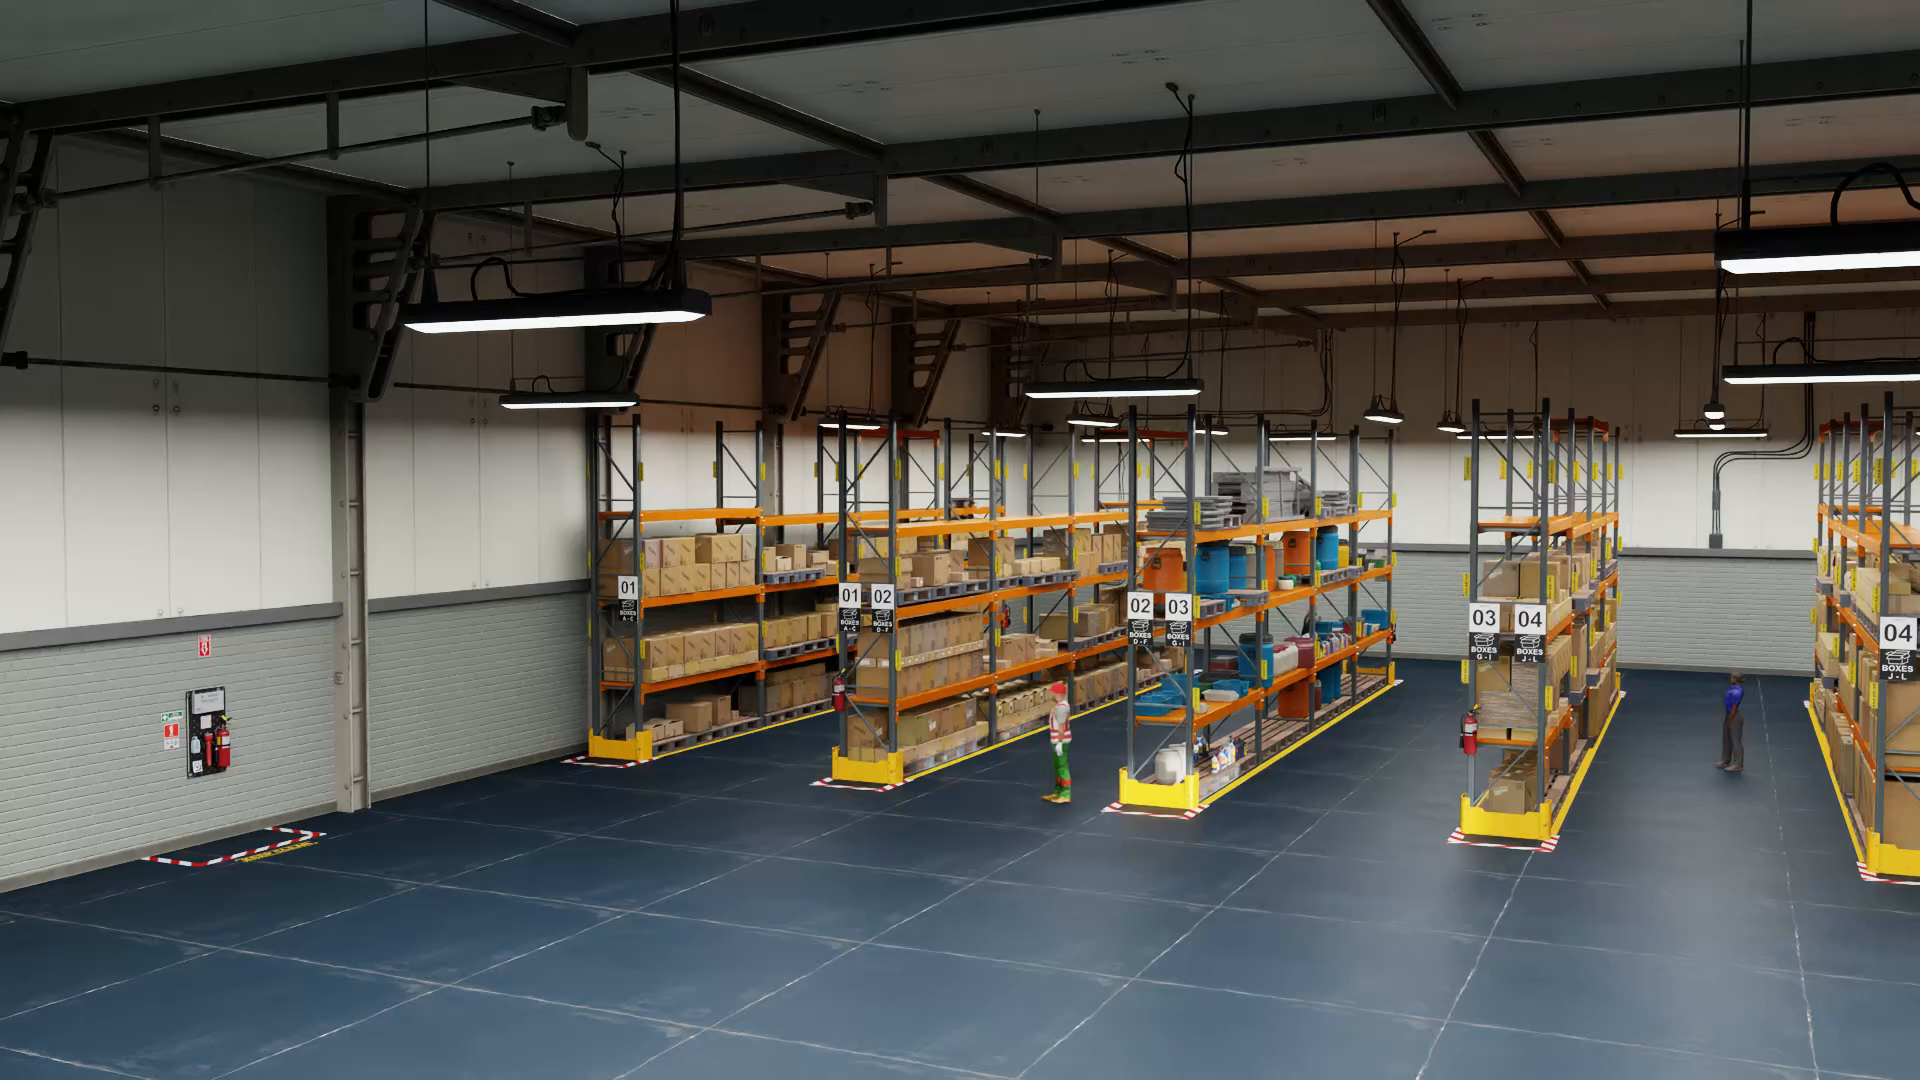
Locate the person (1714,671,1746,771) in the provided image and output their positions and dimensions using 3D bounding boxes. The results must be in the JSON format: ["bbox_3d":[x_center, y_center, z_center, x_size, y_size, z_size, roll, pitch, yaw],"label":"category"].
[{"bbox_3d":[12.946,3.022,27.924,0.433,1.656,0.510,0,2,9],"label":"person"}]

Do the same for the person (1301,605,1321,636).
[{"bbox_3d":[8.708,2.444,41.321,0.483,1.657,1.038,1,3,21],"label":"person"}]

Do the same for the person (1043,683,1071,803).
[{"bbox_3d":[1.472,3.059,25.121,0.417,1.798,0.557,0,2,3],"label":"person"}]
